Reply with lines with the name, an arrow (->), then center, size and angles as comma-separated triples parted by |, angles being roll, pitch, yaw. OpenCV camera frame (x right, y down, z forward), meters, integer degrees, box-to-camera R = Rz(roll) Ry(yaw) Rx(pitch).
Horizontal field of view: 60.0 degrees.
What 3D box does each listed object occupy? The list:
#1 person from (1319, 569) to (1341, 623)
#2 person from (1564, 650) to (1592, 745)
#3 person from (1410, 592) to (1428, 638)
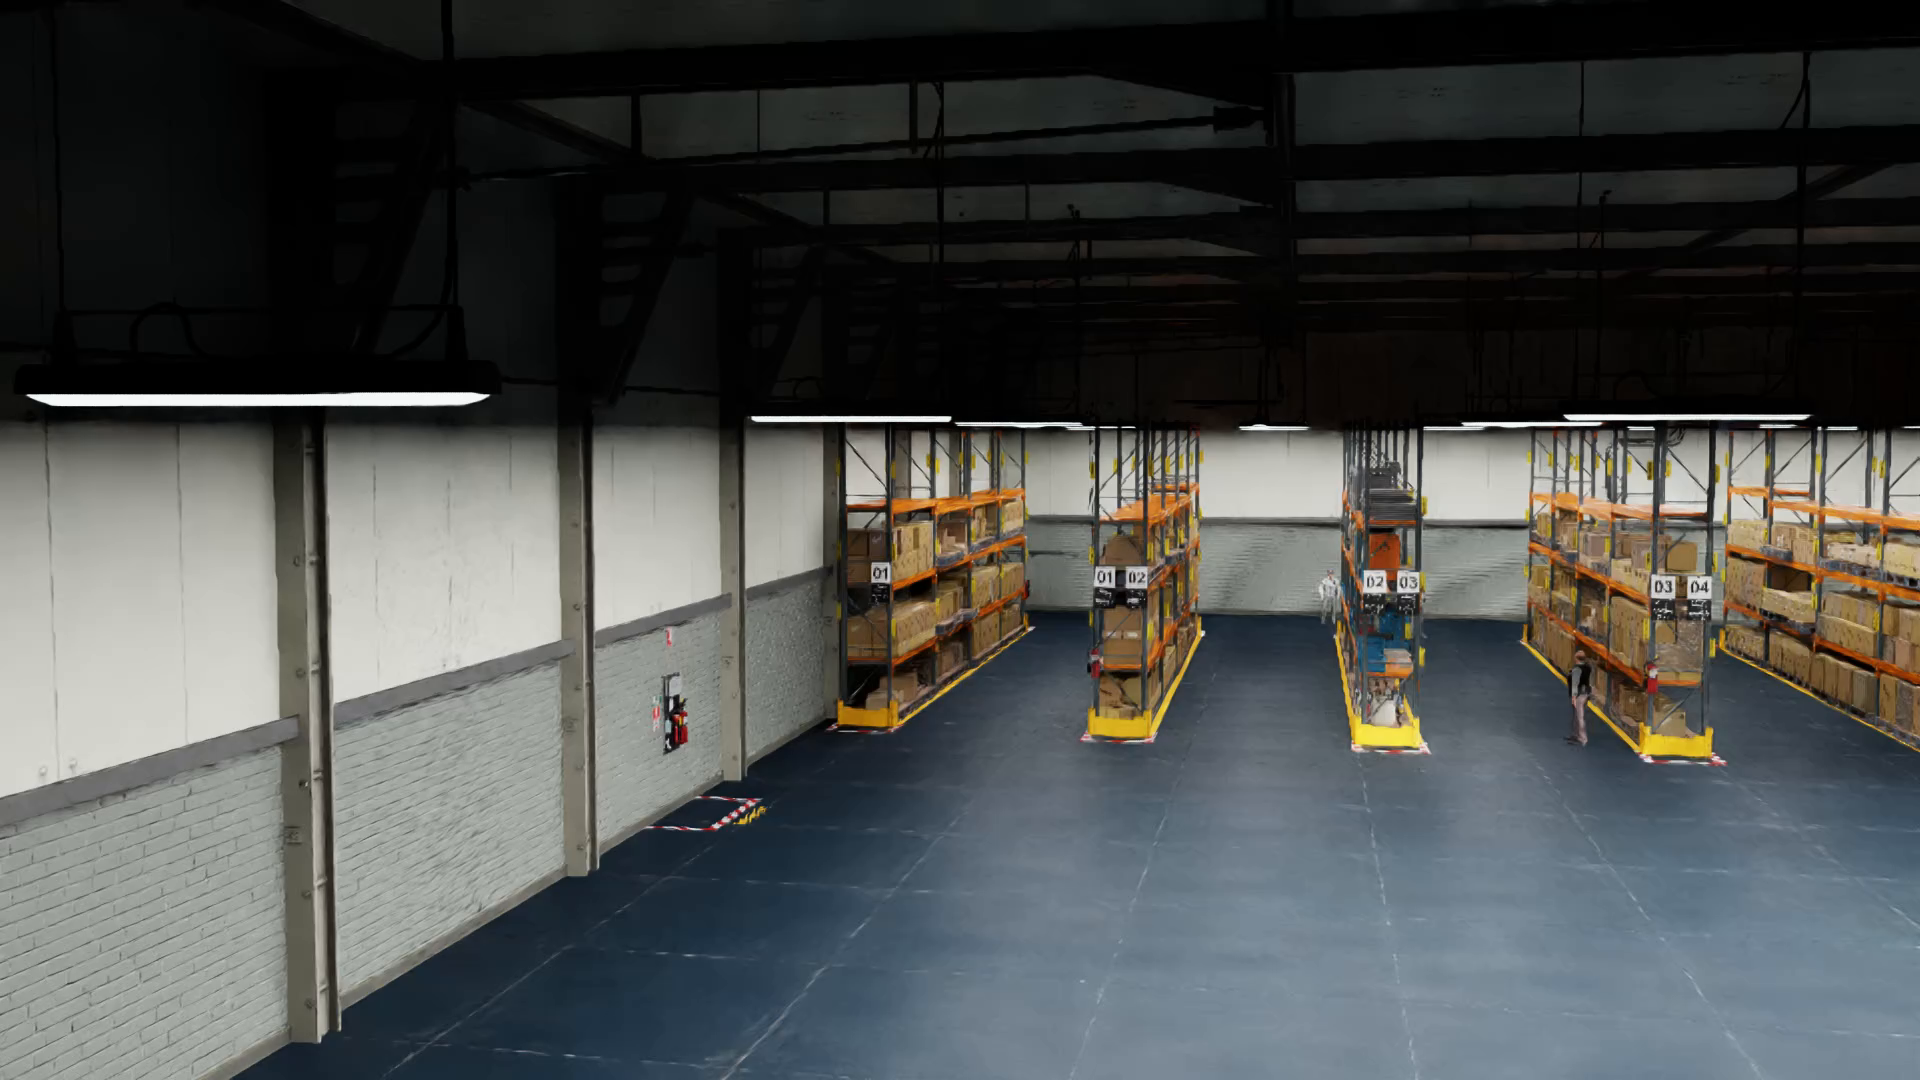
person -> 11.110, 1.677, 49.942 | 0.639, 1.632, 0.512 | 1, 4, 11
person -> 11.311, 2.870, 30.499 | 0.494, 1.725, 0.578 | 3, 5, 42
person -> 12.691, 1.891, 46.113 | 0.453, 1.675, 0.575 | 2, 4, 33
